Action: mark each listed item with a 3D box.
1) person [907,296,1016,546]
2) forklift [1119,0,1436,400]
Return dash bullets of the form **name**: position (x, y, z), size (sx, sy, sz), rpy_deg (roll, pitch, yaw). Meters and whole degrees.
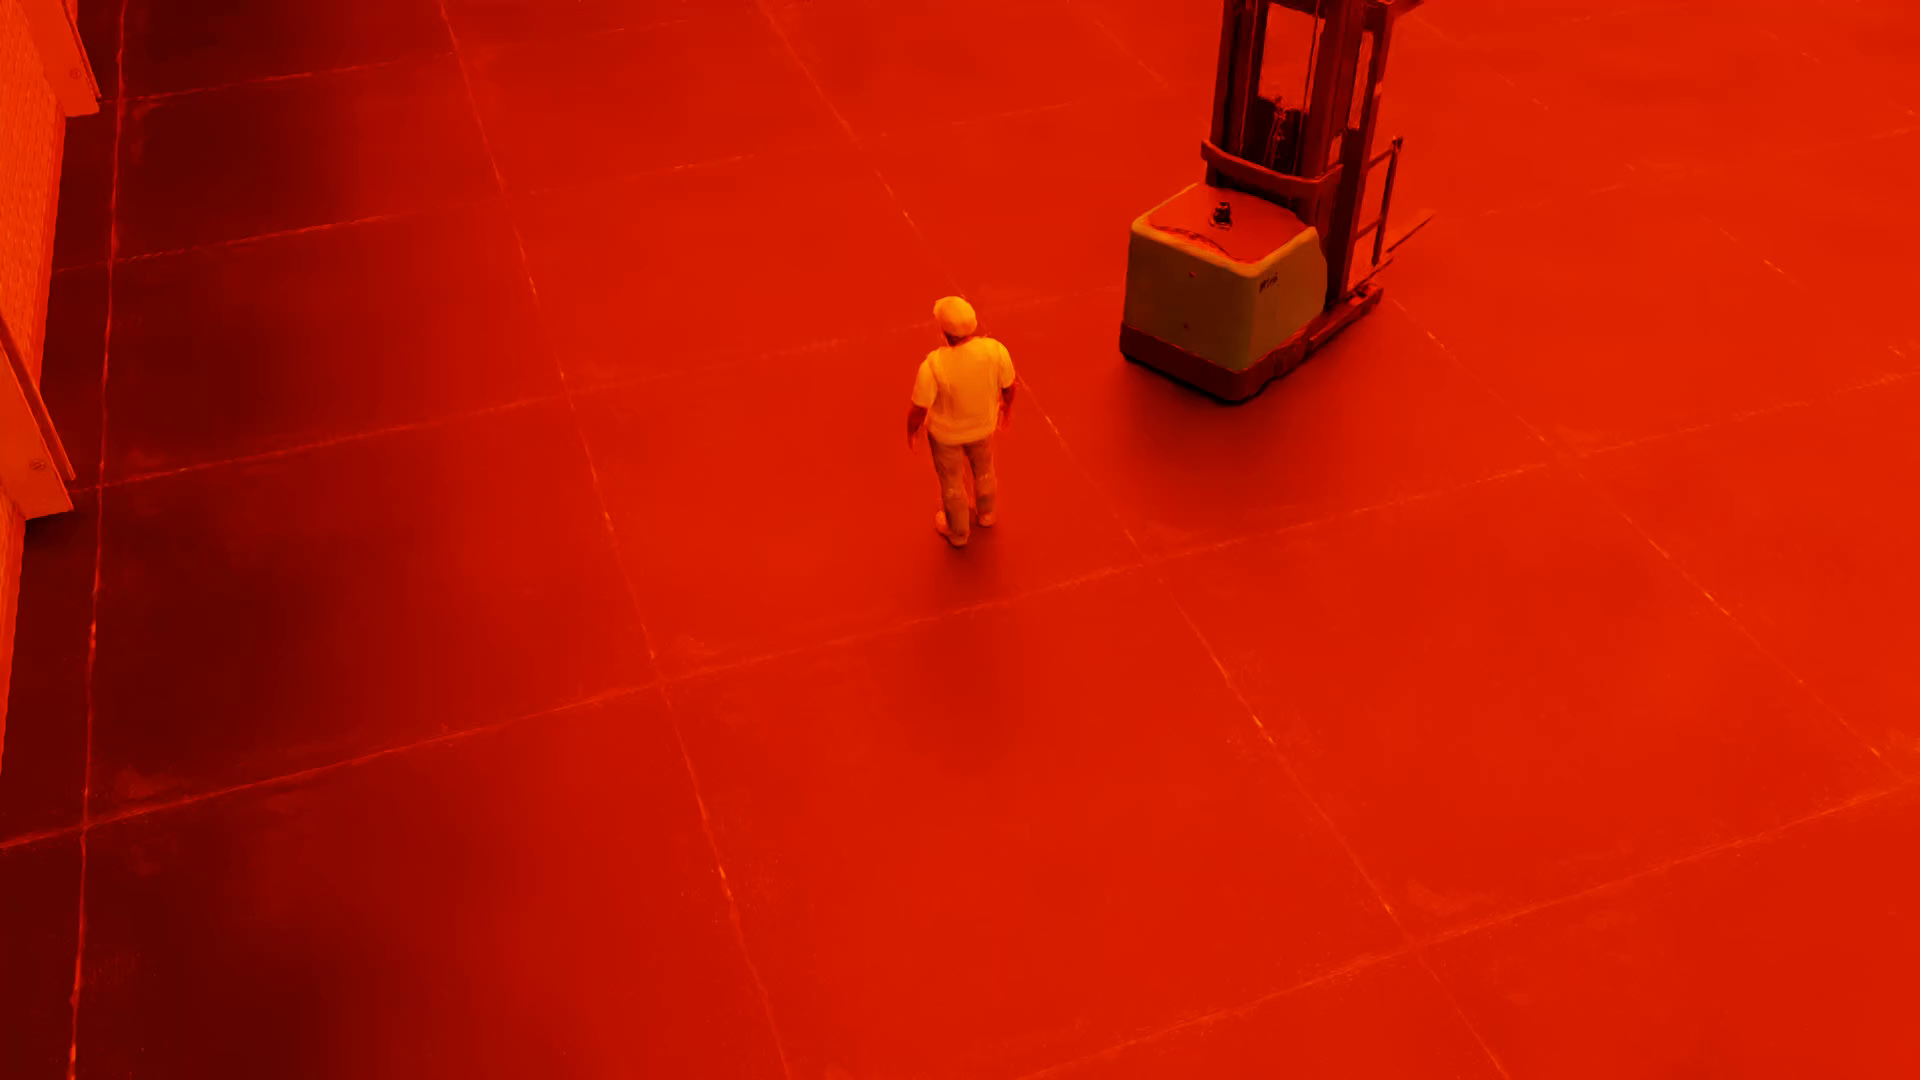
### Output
- **person**: position (-0.019, -0.725, 9.755), size (0.665, 1.766, 0.576), rpy_deg (-13, 42, -15)
- **forklift**: position (2.475, -2.941, 11.499), size (1.130, 2.935, 3.031), rpy_deg (29, 48, 30)
